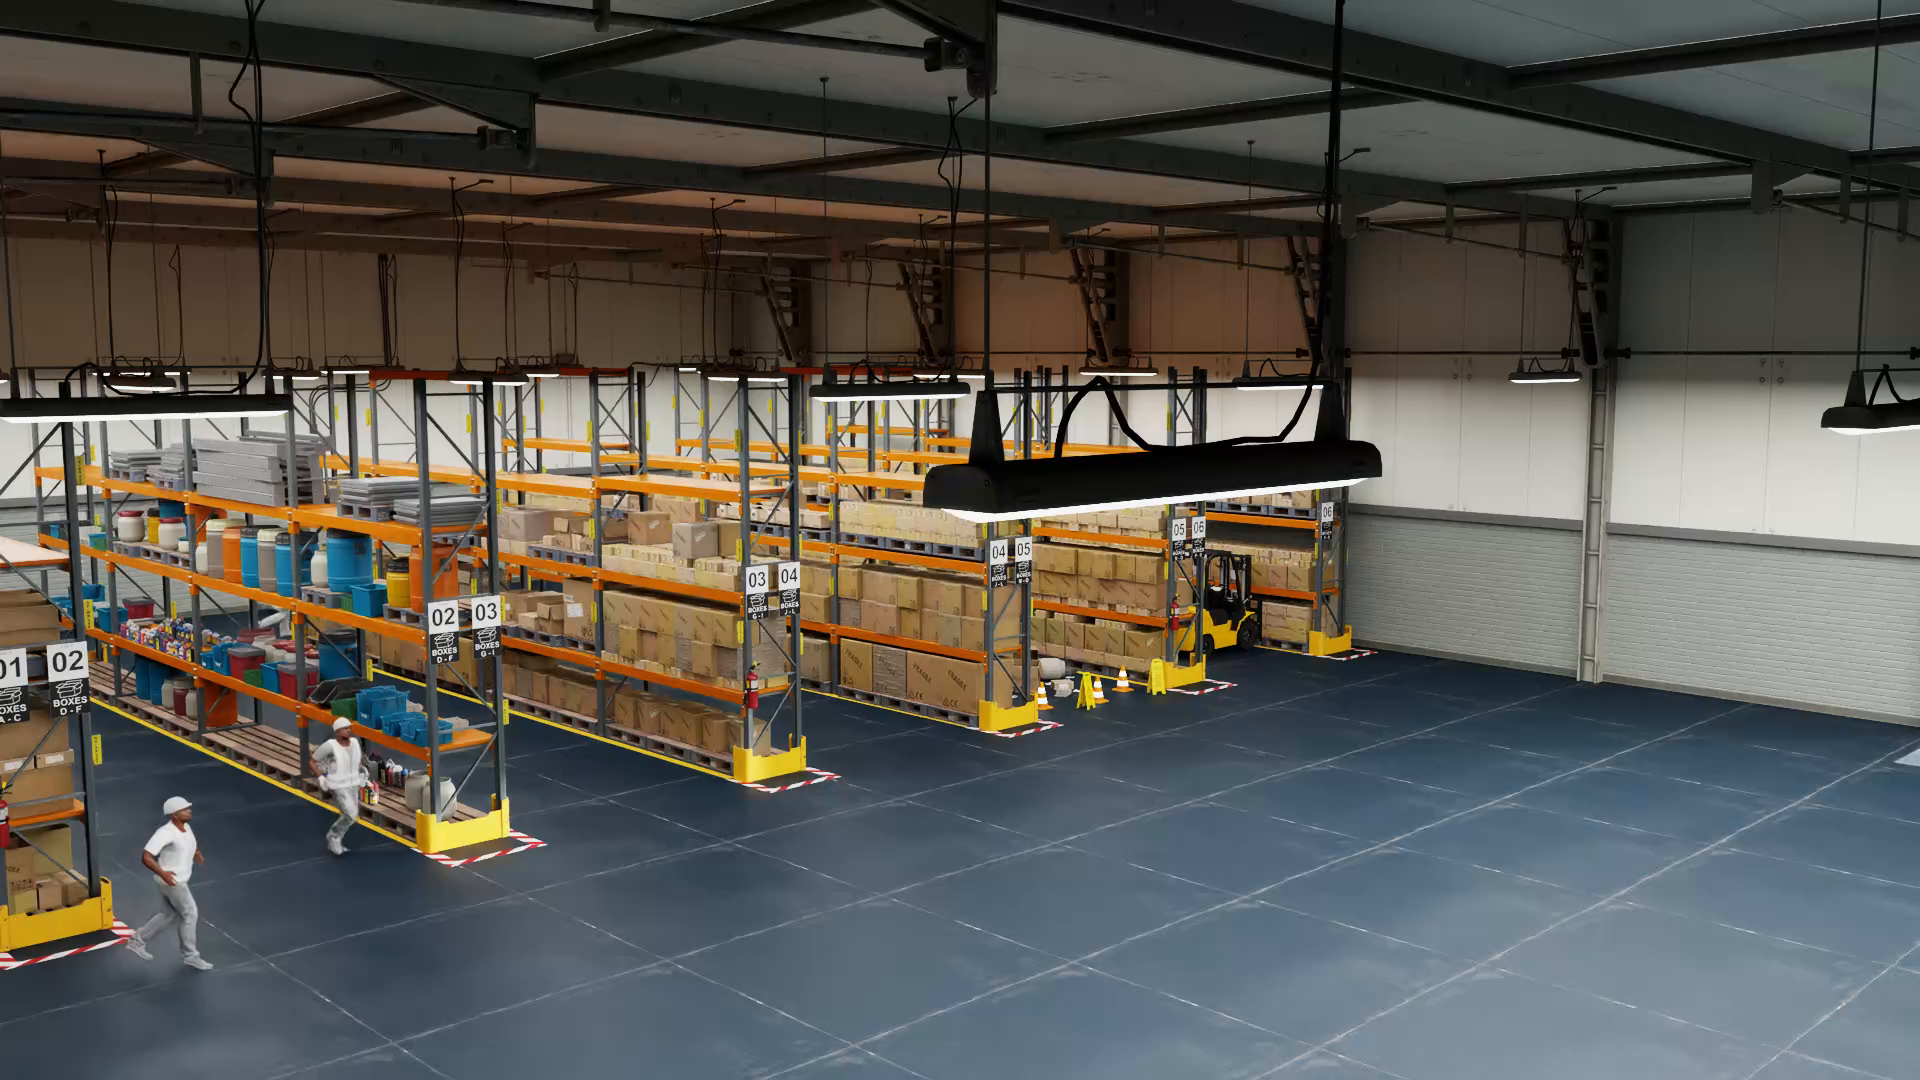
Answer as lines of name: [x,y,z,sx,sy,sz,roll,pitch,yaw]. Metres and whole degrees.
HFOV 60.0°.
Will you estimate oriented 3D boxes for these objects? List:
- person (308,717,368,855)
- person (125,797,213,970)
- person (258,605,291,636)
person: [-7.731,3.092,20.919,0.622,1.726,0.662,3,7,27]
person: [-8.164,3.526,17.144,0.854,1.795,0.697,-1,7,-11]
person: [-15.202,1.283,36.994,0.830,1.756,0.742,-4,7,-30]
